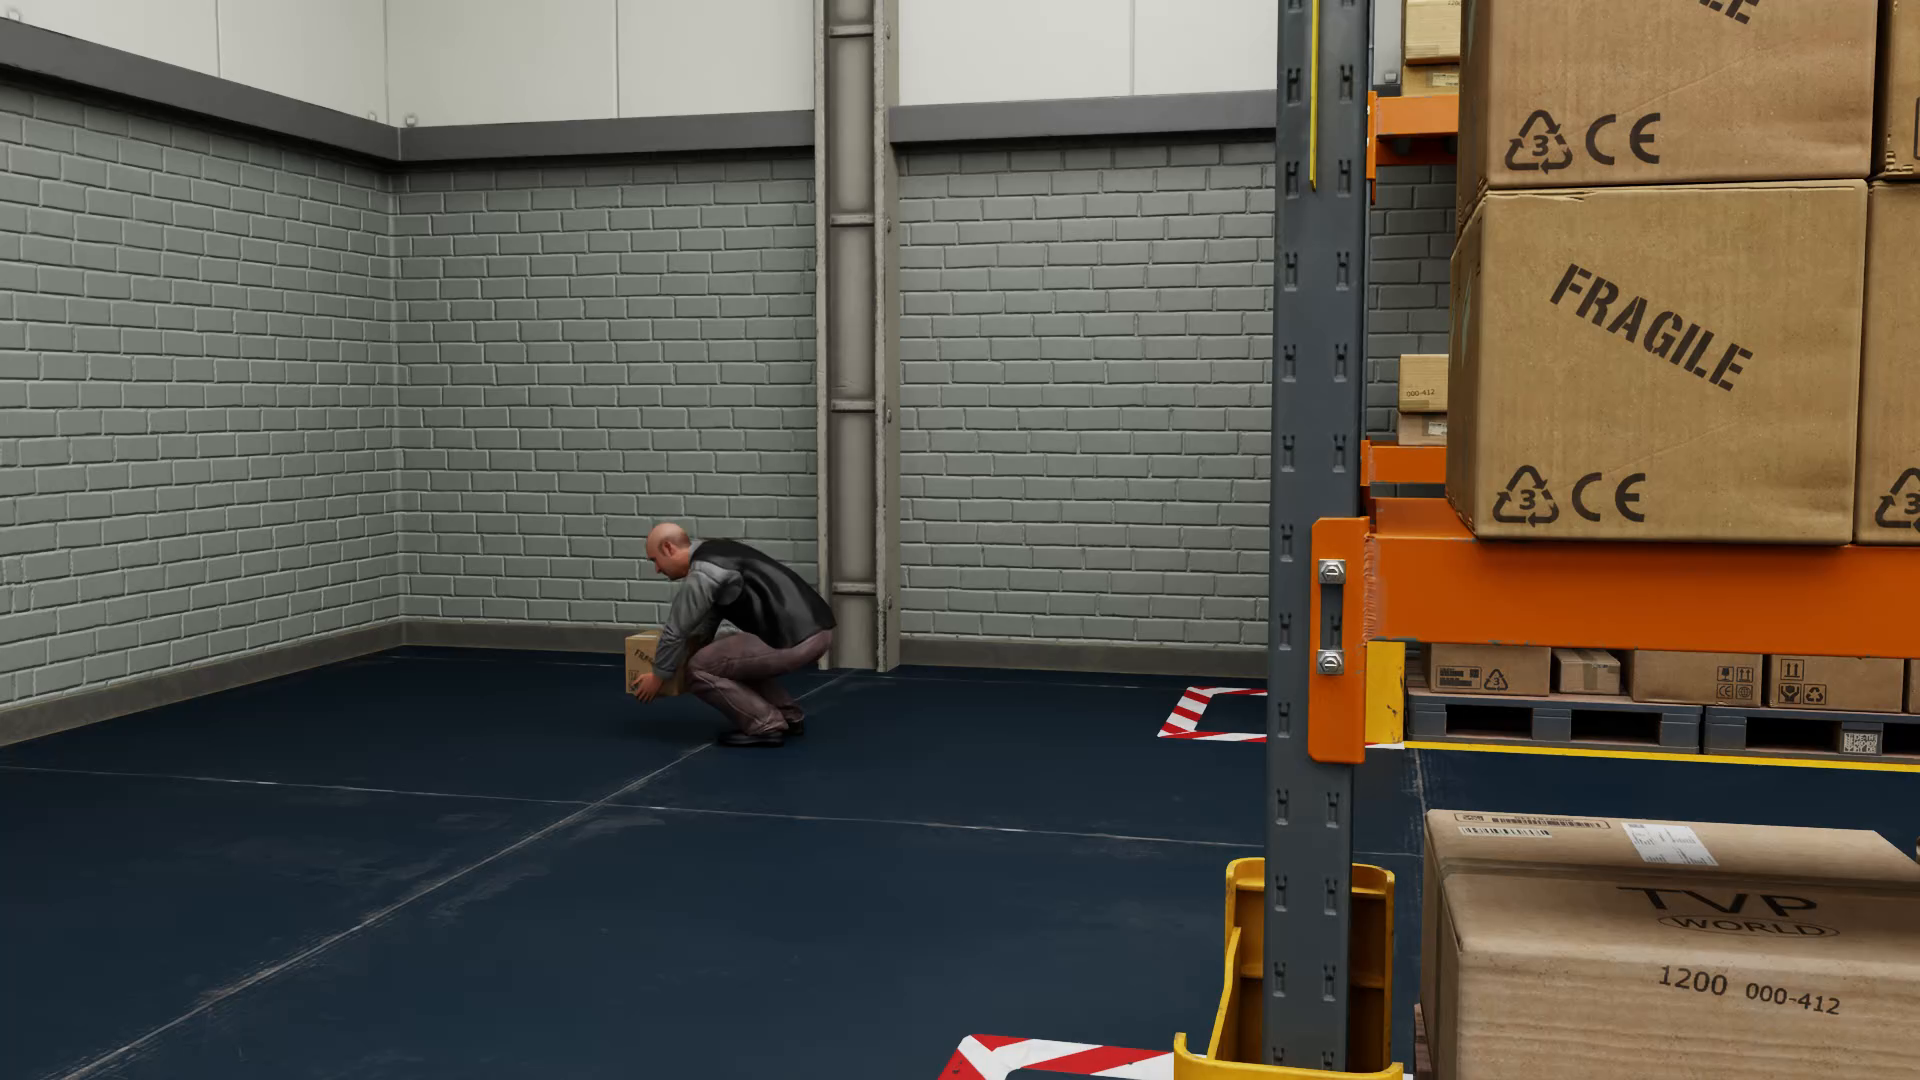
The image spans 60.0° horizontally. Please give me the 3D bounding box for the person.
[{"bbox_3d":[-1.003,0.444,7.373,0.873,0.892,0.539,1,5,14],"label":"person"}]
